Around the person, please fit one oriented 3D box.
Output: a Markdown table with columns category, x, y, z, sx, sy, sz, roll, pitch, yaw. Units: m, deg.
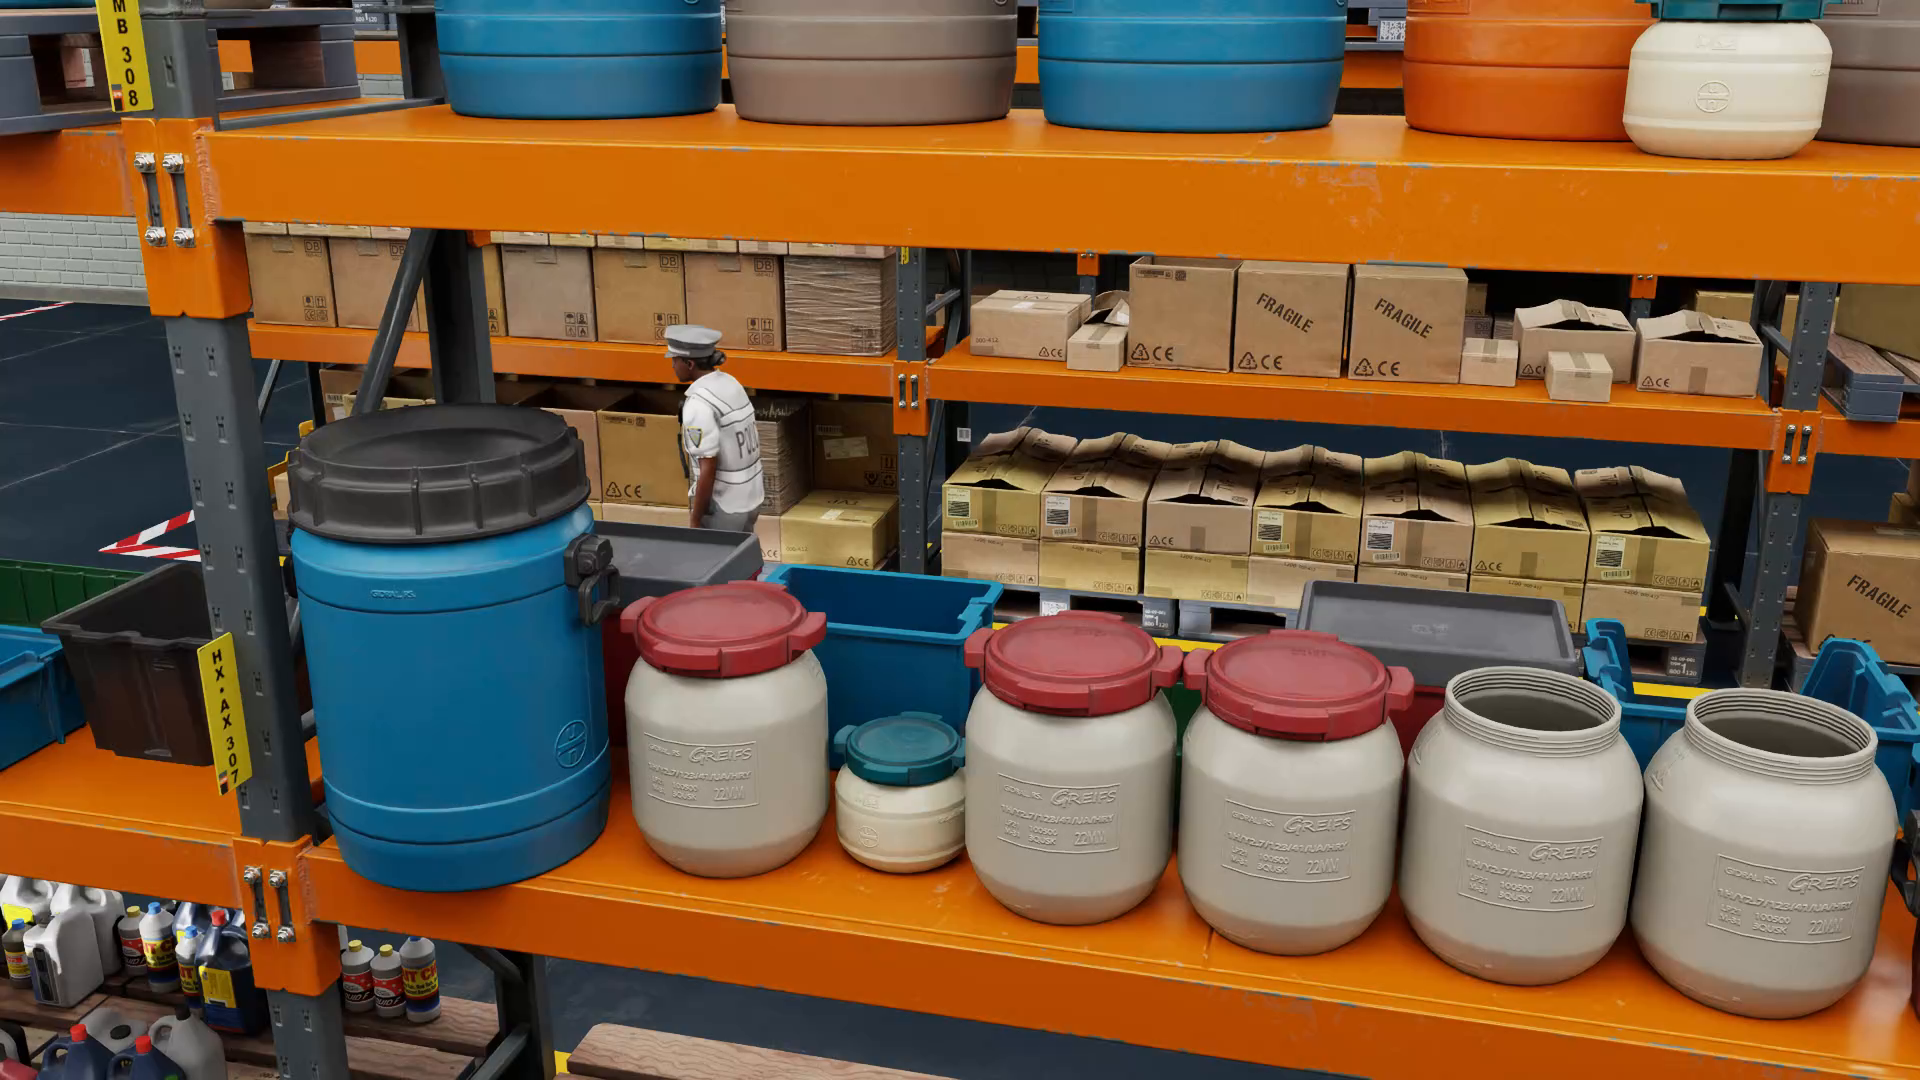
| category | x | y | z | sx | sy | sz | roll | pitch | yaw |
| --- | --- | --- | --- | --- | --- | --- | --- | --- | --- |
| person | -1.090 | -0.143 | 7.492 | 0.399 | 1.657 | 0.512 | 4 | 19 | 13 |
